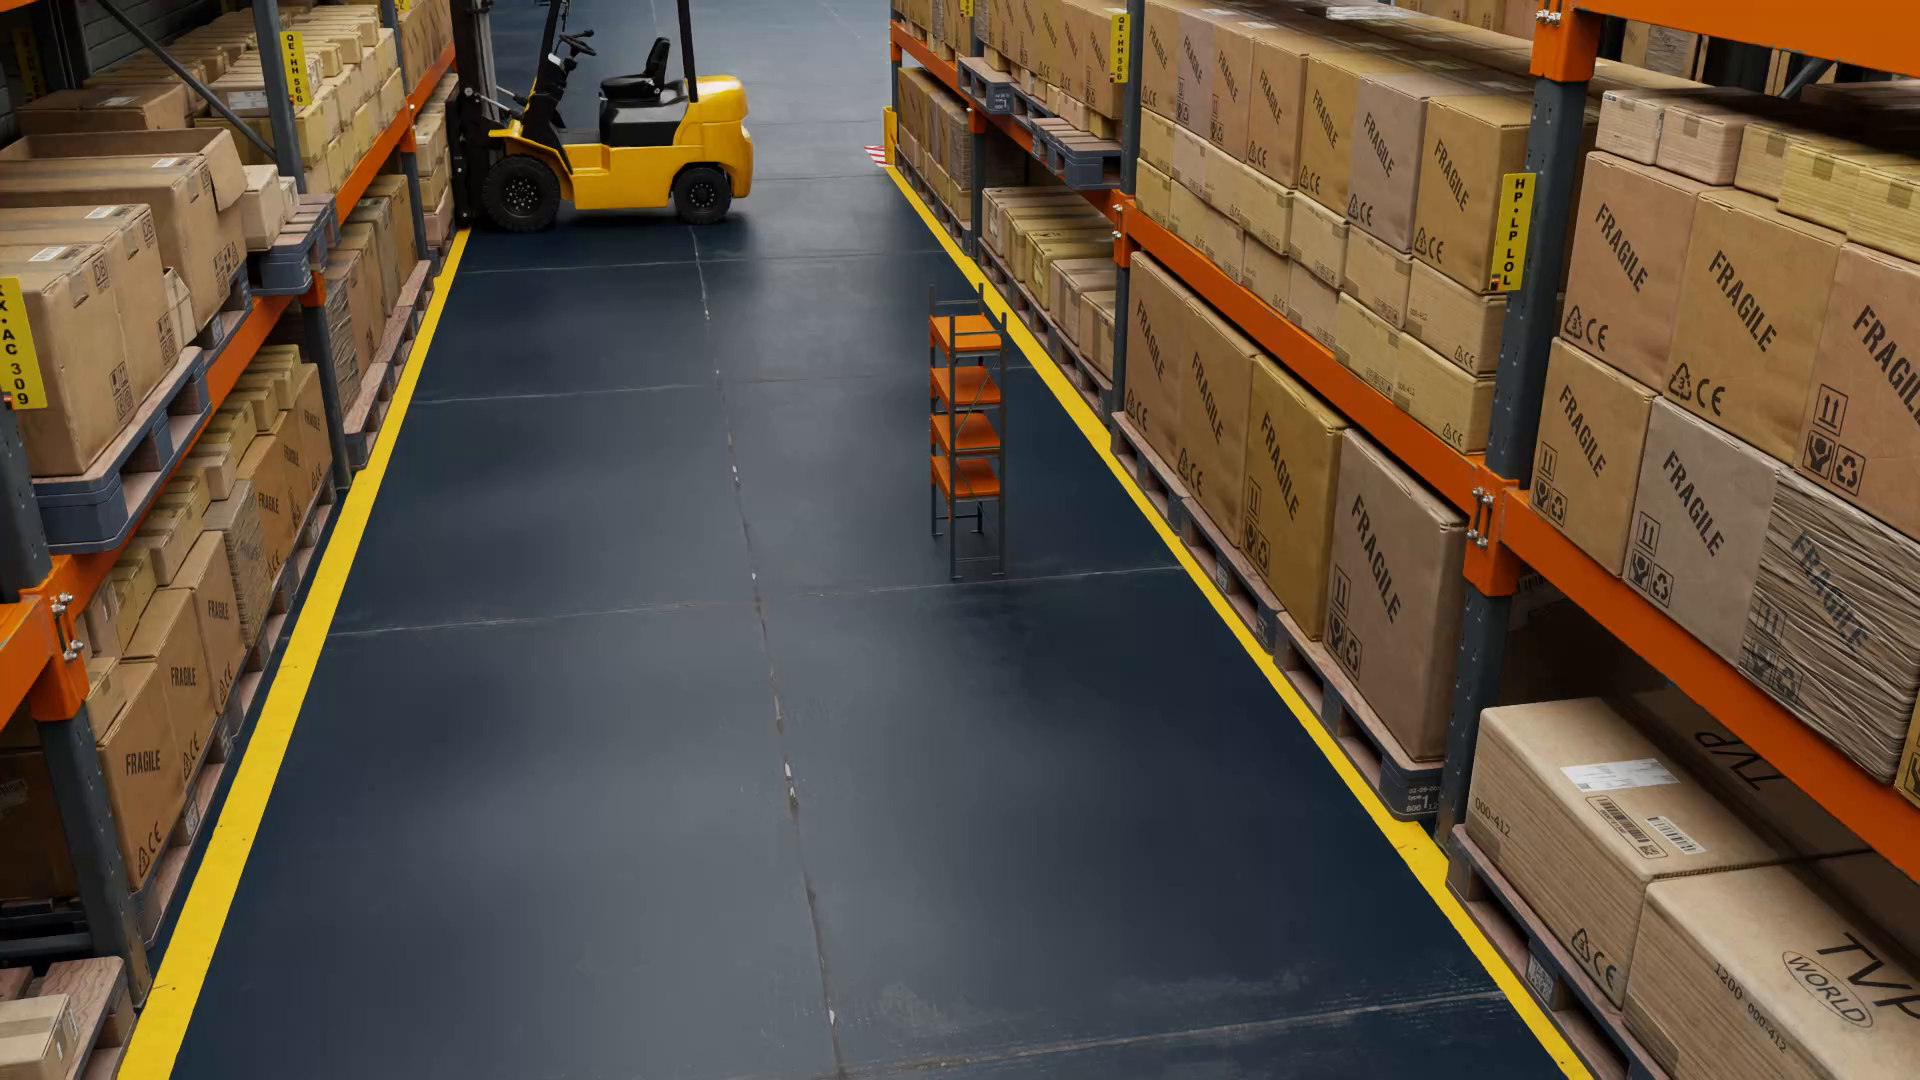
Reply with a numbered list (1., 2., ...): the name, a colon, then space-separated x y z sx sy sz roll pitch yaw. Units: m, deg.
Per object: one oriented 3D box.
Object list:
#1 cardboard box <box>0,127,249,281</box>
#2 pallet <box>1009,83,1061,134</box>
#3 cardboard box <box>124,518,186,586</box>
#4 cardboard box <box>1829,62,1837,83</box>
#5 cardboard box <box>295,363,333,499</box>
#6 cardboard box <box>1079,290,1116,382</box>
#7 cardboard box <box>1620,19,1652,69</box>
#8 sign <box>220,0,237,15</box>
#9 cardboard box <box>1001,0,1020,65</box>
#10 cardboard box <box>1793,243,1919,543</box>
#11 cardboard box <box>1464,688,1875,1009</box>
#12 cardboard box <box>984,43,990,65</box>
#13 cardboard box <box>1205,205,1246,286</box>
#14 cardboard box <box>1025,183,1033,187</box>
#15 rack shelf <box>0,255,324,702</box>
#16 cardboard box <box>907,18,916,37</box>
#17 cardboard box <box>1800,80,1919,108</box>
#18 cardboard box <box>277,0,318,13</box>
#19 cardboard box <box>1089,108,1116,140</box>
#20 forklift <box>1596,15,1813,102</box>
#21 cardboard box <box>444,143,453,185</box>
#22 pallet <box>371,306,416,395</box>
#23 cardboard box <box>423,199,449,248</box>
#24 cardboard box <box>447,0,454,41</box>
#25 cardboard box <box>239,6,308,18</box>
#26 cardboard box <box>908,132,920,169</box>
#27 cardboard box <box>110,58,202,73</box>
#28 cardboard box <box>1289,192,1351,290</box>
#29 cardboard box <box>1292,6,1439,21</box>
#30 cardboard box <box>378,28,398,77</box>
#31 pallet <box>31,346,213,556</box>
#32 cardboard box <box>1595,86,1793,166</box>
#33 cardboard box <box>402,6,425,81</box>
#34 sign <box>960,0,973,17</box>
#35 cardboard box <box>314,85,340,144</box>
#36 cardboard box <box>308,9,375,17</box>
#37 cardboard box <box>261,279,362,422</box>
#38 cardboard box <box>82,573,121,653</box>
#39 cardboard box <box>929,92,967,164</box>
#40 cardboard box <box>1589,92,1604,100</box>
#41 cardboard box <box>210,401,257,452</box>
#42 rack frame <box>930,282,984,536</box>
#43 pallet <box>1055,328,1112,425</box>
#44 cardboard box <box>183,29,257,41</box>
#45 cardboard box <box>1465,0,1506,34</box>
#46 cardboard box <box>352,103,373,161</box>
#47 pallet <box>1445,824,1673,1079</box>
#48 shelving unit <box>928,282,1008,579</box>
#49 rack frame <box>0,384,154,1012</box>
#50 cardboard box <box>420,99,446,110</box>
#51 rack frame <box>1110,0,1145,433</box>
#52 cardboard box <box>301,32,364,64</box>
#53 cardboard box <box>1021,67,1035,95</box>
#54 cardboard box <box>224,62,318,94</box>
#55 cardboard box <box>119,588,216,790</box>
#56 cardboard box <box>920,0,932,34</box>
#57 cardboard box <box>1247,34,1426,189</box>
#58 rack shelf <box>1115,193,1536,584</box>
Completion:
1. cardboard box: -3.070 -1.215 6.131 0.797 0.503 0.637 -5 24 -11
2. pallet: 0.917 -2.660 10.333 1.003 0.211 1.213 -4 24 -10
3. cardboard box: -2.879 0.053 5.668 0.380 0.149 0.250 -4 24 -10
4. cardboard box: 5.731 -2.778 10.238 0.500 0.500 0.500 -4 24 -10
5. cardboard box: -3.265 -0.500 7.746 0.500 0.500 0.500 -4 24 -8
6. cardboard box: 1.229 -1.184 9.471 0.950 0.372 0.625 -6 24 -13
7. cardboard box: 5.262 -3.771 12.512 0.500 0.500 0.500 -4 24 -9
8. sign: -4.839 -3.569 10.992 0.100 0.325 0.005 -4 24 -10
9. cardboard box: 0.560 -3.323 10.588 0.500 0.500 0.500 -4 24 -10
10. cardboard box: 2.084 -0.297 3.307 0.500 0.500 0.500 -4 24 -9
11. cardboard box: 2.074 0.837 4.762 0.875 0.438 0.875 -5 24 -11
12. cardboard box: 0.375 -3.383 11.536 0.380 0.149 0.250 -4 24 -9
13. cardboard box: 1.370 -1.285 7.133 0.500 0.250 0.500 -4 24 -8
14. cardboard box: 0.740 -2.730 13.165 0.500 0.250 0.500 -5 24 -12
15. rack shelf: -3.184 -0.487 6.017 1.077 0.370 4.000 -4 24 -10
16. cardboard box: -0.265 -4.543 14.719 0.380 0.149 0.250 -4 24 -9
17. cardboard box: 2.433 -1.103 4.343 0.380 0.149 0.250 -5 24 -11
18. cardboard box: -4.606 -3.628 11.373 0.380 0.149 0.250 -4 24 -10
19. cardboard box: 0.911 -2.262 8.970 0.380 0.149 0.250 -4 24 -9
20. forklift: 3.536 -1.706 7.994 3.031 2.935 1.130 -18 29 -35
21. cardboard box: -4.256 -2.948 13.039 0.500 0.250 0.500 -5 24 -10
22. pallet: -3.890 -1.132 10.077 1.003 0.211 1.213 -4 24 -10
23. cardboard box: -4.058 -2.324 12.235 0.500 0.250 0.500 -4 24 -9
24. cardboard box: -4.684 -4.622 14.461 0.500 0.500 0.500 -5 24 -11
25. cardboard box: -4.440 -3.366 10.774 0.380 0.149 0.250 -5 24 -11
26. cardboard box: -0.192 -3.513 14.956 0.500 0.250 0.500 -3 24 -8
27. cardboard box: -4.073 -2.352 8.453 0.380 0.149 0.250 -5 24 -11
28. cardboard box: 1.541 -1.114 6.117 0.500 0.250 0.500 -4 24 -8
29. cardboard box: 1.779 -2.091 7.417 0.500 0.500 0.500 -4 24 -9
30. cardboard box: -3.952 -3.163 10.808 0.500 0.250 0.500 -5 24 -11
31. pallet: -2.855 -0.265 4.849 1.003 0.211 1.213 -4 24 -10
32. cardboard box: 1.866 -1.057 4.238 0.380 0.149 0.250 -5 24 -11
33. cardboard box: -4.232 -3.621 12.167 0.500 0.500 0.500 -4 24 -9
34. sign: 0.052 -3.900 11.849 0.100 0.325 0.005 -4 24 -10
35. cardboard box: -3.487 -2.154 8.497 0.500 0.250 0.500 -4 24 -8
36. cardboard box: -3.947 -3.302 10.628 0.380 0.149 0.250 -5 24 -11
37. cardboard box: -3.656 -0.954 8.630 0.875 0.625 0.625 -4 24 -8
38. cardboard box: -2.714 0.230 4.893 0.380 0.149 0.250 -5 24 -12
39. cardboard box: 0.019 -3.435 13.842 0.500 0.500 0.500 -3 24 -7
40. cardboard box: 2.264 -1.098 5.141 0.500 0.500 0.500 -4 24 -9
41. cardboard box: -3.123 -0.453 6.828 0.380 0.149 0.250 -4 24 -8
42. rack frame: -0.014 -0.581 7.581 0.240 1.200 0.015 -4 24 -10
43. pallet: 1.180 -1.002 9.781 1.003 0.211 1.213 -4 24 -10
44. cardboard box: -4.256 -2.861 9.617 0.380 0.149 0.250 -4 24 -10
45. cardboard box: 5.045 -4.802 14.810 0.875 0.550 0.500 -4 24 -10
46. cardboard box: -3.680 -2.332 9.529 0.500 0.250 0.500 -4 24 -8
47. pallet: 2.127 1.183 4.777 1.003 0.211 1.213 -4 24 -10
48. shelving unit: 0.031 -0.485 7.361 0.258 1.200 0.503 -4 24 -10
49. rack frame: -2.814 -0.030 4.072 1.000 3.000 0.127 -4 24 -10
50. cardboard box: -4.352 -3.385 13.414 0.500 0.250 0.500 -5 24 -11
51. rack frame: 1.323 -1.973 8.519 1.000 3.000 0.127 -4 24 -10
52. cardboard box: -3.622 -2.803 9.486 0.380 0.149 0.250 -5 24 -11
53. cardboard box: 0.589 -2.868 10.358 0.380 0.149 0.250 -3 24 -8
54. cardboard box: -3.447 -2.298 8.329 0.380 0.149 0.250 -4 24 -8
55. cardboard box: -2.791 0.507 5.440 0.500 0.500 0.500 -5 24 -10
56. cardboard box: -0.045 -4.491 13.789 0.500 0.500 0.500 -5 24 -11
57. cardboard box: 1.446 -1.667 6.445 0.500 0.500 0.500 -4 24 -9
58. rack shelf: 1.693 -0.856 6.862 1.077 0.370 4.000 -4 24 -10
